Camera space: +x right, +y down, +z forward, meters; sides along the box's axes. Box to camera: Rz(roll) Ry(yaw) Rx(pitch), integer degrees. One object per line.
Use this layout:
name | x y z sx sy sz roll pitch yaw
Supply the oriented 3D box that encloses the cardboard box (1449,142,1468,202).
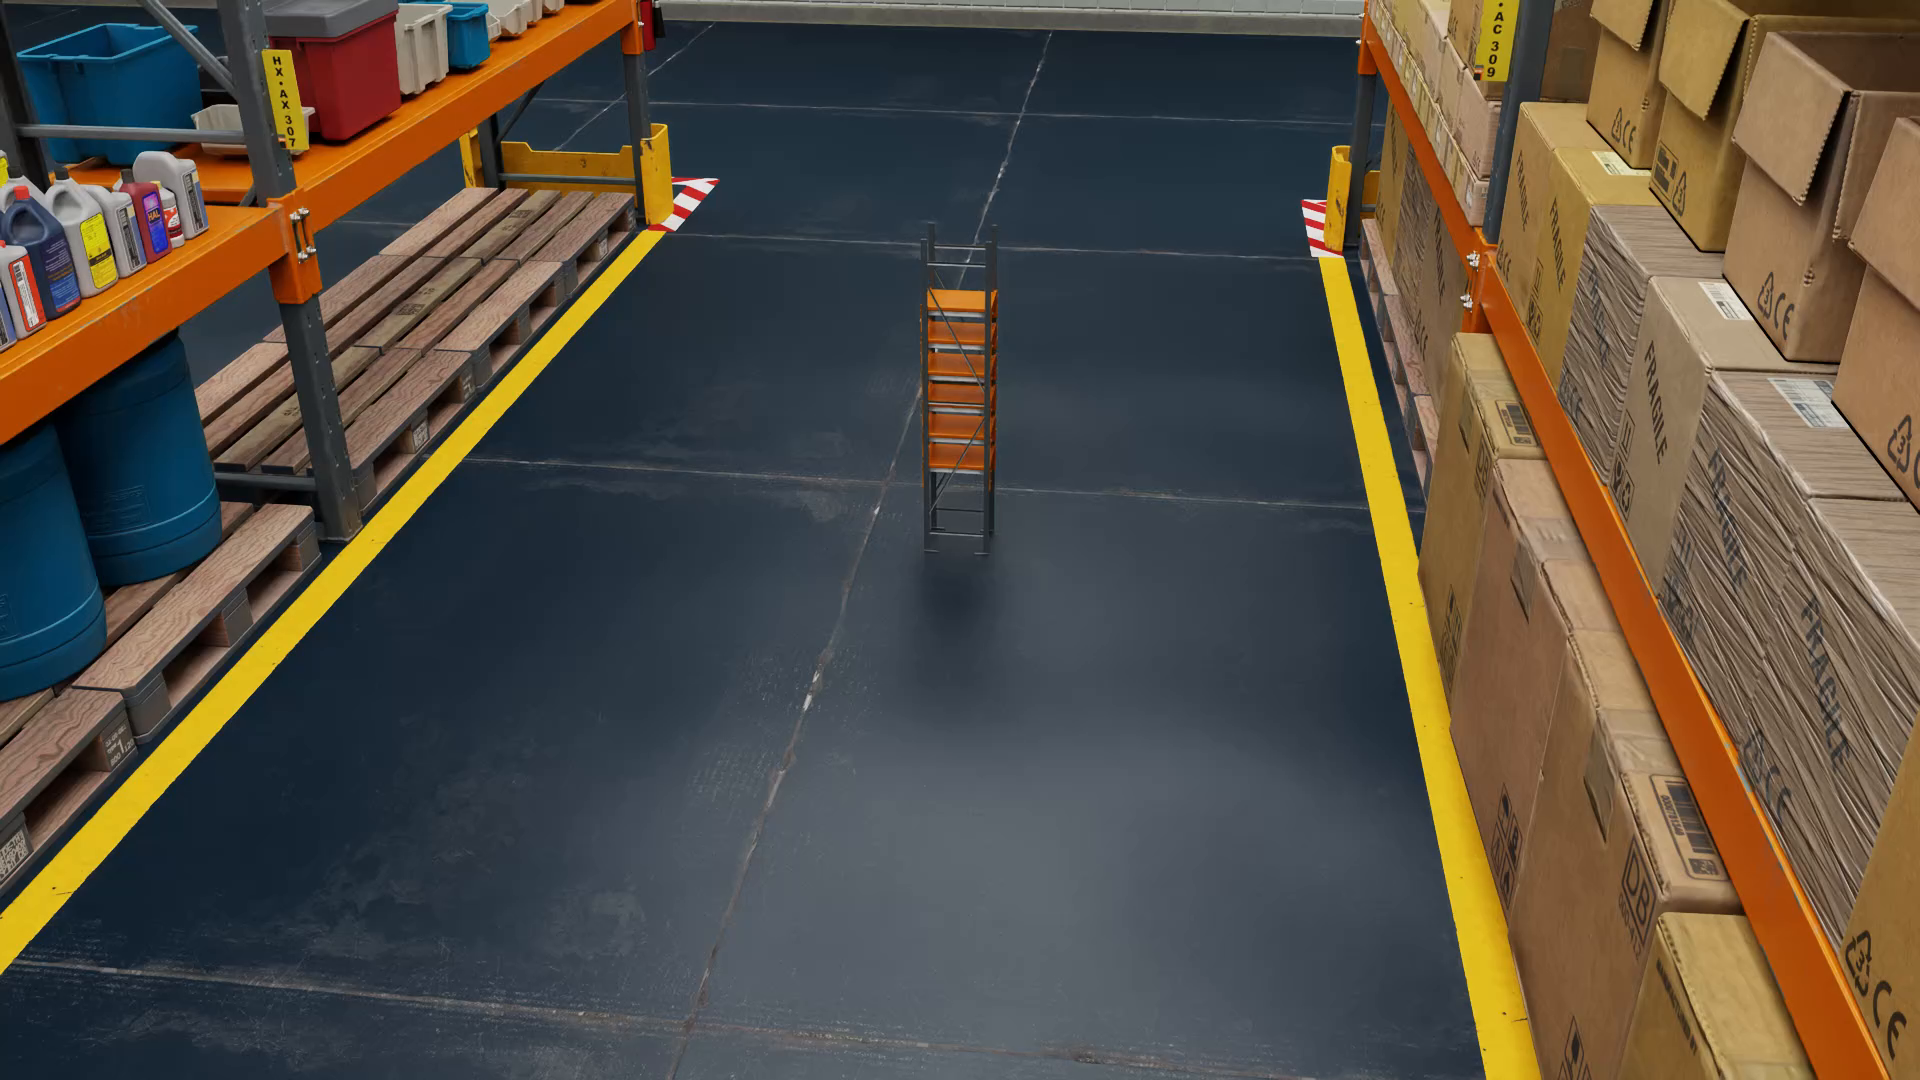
cardboard box | 1.886 -1.249 5.670 0.380 0.149 0.250 4 29 7

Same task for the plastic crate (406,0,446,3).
plastic crate | -2.721 -2.792 8.383 0.416 0.233 0.300 3 28 6

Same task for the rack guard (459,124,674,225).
rack guard | -2.293 -2.158 9.728 1.175 0.500 0.348 3 28 6

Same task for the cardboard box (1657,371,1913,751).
cardboard box | 1.594 0.038 2.912 0.500 0.500 0.500 2 28 5

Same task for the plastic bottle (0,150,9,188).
plastic bottle | -3.143 -1.176 5.322 0.144 0.351 0.185 3 28 6

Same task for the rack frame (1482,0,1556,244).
rack frame | 2.142 -1.075 5.084 1.000 3.000 0.127 3 28 6

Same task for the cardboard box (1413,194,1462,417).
cardboard box | 2.413 -1.055 6.842 0.875 0.875 0.875 3 28 6

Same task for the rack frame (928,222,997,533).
rack frame | 0.009 -0.564 6.033 0.240 1.200 0.006 3 28 6

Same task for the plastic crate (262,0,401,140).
plastic crate | -2.415 -1.824 6.342 0.402 0.464 0.583 3 28 6

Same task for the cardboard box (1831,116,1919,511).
cardboard box | 1.841 -0.328 2.533 0.797 0.503 0.637 4 29 7

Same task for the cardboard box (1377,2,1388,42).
cardboard box | 2.200 -2.458 7.916 0.380 0.149 0.250 3 28 5

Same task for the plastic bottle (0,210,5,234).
plastic bottle | -2.727 -0.811 4.645 0.144 0.351 0.185 3 28 6

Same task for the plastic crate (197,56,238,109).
plastic crate | -2.903 -1.811 6.676 0.437 0.125 0.590 3 28 6

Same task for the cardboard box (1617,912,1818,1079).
cardboard box | 1.757 1.234 2.594 1.225 0.875 0.875 2 28 4

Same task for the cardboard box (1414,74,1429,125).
cardboard box | 2.012 -1.732 6.568 0.380 0.149 0.250 3 28 5

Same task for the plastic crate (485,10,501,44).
plastic crate | -2.281 -2.354 7.671 0.298 0.136 0.250 3 28 6

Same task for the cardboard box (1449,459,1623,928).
cardboard box | 1.975 0.398 4.146 1.225 0.875 0.875 2 28 4

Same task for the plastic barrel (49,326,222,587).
plastic barrel | -2.857 -0.369 5.543 0.600 0.901 0.708 3 28 6

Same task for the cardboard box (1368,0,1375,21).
cardboard box | 2.261 -2.700 8.364 0.380 0.149 0.250 4 29 7

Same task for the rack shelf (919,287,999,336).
rack shelf | -0.002 -0.799 5.803 0.258 0.103 0.180 3 28 6

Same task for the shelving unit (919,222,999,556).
shelving unit | -0.002 -0.521 5.953 0.258 1.200 0.189 3 28 6

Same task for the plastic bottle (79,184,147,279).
plastic bottle | -2.545 -0.932 4.949 0.152 0.276 0.135 3 28 6

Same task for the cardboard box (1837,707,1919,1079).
cardboard box | 1.467 0.517 2.023 0.500 0.500 0.500 4 29 8

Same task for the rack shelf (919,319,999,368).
rack shelf | -0.002 -0.694 5.860 0.258 0.103 0.180 3 28 6

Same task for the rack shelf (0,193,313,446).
rack shelf | -3.018 -0.105 4.041 1.077 0.370 4.000 3 28 6

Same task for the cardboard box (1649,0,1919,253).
cardboard box | 1.977 -0.938 3.665 0.797 0.503 0.637 4 29 7

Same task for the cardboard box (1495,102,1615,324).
cardboard box | 1.838 -0.917 4.685 0.500 0.500 0.500 3 29 6

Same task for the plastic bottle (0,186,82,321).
plastic bottle | -2.584 -0.803 4.630 0.144 0.351 0.185 3 28 6

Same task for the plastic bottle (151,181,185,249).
plastic bottle | -2.488 -1.015 5.182 0.097 0.201 0.097 0 28 0

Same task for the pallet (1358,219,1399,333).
pallet | 2.612 -1.350 8.533 1.003 0.211 1.213 3 28 6

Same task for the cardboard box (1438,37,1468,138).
cardboard box | 1.997 -1.607 5.915 0.500 0.250 0.500 4 29 8

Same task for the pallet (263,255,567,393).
pallet | -2.575 -1.060 7.995 1.003 0.211 1.213 3 28 6

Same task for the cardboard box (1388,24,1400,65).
cardboard box | 2.137 -2.216 7.466 0.380 0.149 0.250 3 28 5

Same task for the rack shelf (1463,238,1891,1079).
rack shelf | 1.897 0.183 3.507 1.077 0.370 4.000 3 28 6

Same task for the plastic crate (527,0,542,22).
plastic crate | -2.253 -2.627 8.177 0.396 0.136 0.243 3 28 6

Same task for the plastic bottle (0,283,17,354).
plastic bottle | -2.624 -0.632 4.391 0.152 0.276 0.135 3 28 6

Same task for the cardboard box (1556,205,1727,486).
cardboard box | 1.715 -0.445 3.808 0.500 0.500 0.500 3 28 5

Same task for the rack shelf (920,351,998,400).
rack shelf | -0.002 -0.588 5.917 0.258 0.103 0.180 3 28 6

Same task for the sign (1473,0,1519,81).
sign | 1.591 -1.523 4.918 0.100 0.325 0.005 3 28 6

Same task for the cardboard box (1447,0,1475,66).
cardboard box | 1.999 -1.938 5.739 0.500 0.500 0.500 4 29 7

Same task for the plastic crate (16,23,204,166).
plastic crate | -3.055 -1.622 6.052 0.392 0.384 0.575 3 28 6

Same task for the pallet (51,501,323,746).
pallet | -2.909 0.225 5.610 1.003 0.211 1.213 3 28 6

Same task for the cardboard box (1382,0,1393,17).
cardboard box | 2.249 -2.568 7.698 0.500 0.250 0.500 3 28 6

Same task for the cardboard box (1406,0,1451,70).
cardboard box | 2.125 -2.086 6.803 0.500 0.250 0.500 3 28 5

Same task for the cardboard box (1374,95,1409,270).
cardboard box | 2.633 -1.902 8.415 0.875 0.875 0.875 3 28 6

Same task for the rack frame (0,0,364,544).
rack frame | -2.773 -1.363 5.618 1.000 3.000 0.127 3 28 6

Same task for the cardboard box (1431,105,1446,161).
cardboard box | 1.949 -1.491 6.119 0.380 0.149 0.250 4 29 7

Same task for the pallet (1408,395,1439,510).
pallet | 2.313 -0.201 6.401 1.003 0.211 1.213 3 28 6

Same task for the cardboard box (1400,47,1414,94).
cardboard box | 2.074 -1.976 7.020 0.380 0.149 0.250 3 28 5
